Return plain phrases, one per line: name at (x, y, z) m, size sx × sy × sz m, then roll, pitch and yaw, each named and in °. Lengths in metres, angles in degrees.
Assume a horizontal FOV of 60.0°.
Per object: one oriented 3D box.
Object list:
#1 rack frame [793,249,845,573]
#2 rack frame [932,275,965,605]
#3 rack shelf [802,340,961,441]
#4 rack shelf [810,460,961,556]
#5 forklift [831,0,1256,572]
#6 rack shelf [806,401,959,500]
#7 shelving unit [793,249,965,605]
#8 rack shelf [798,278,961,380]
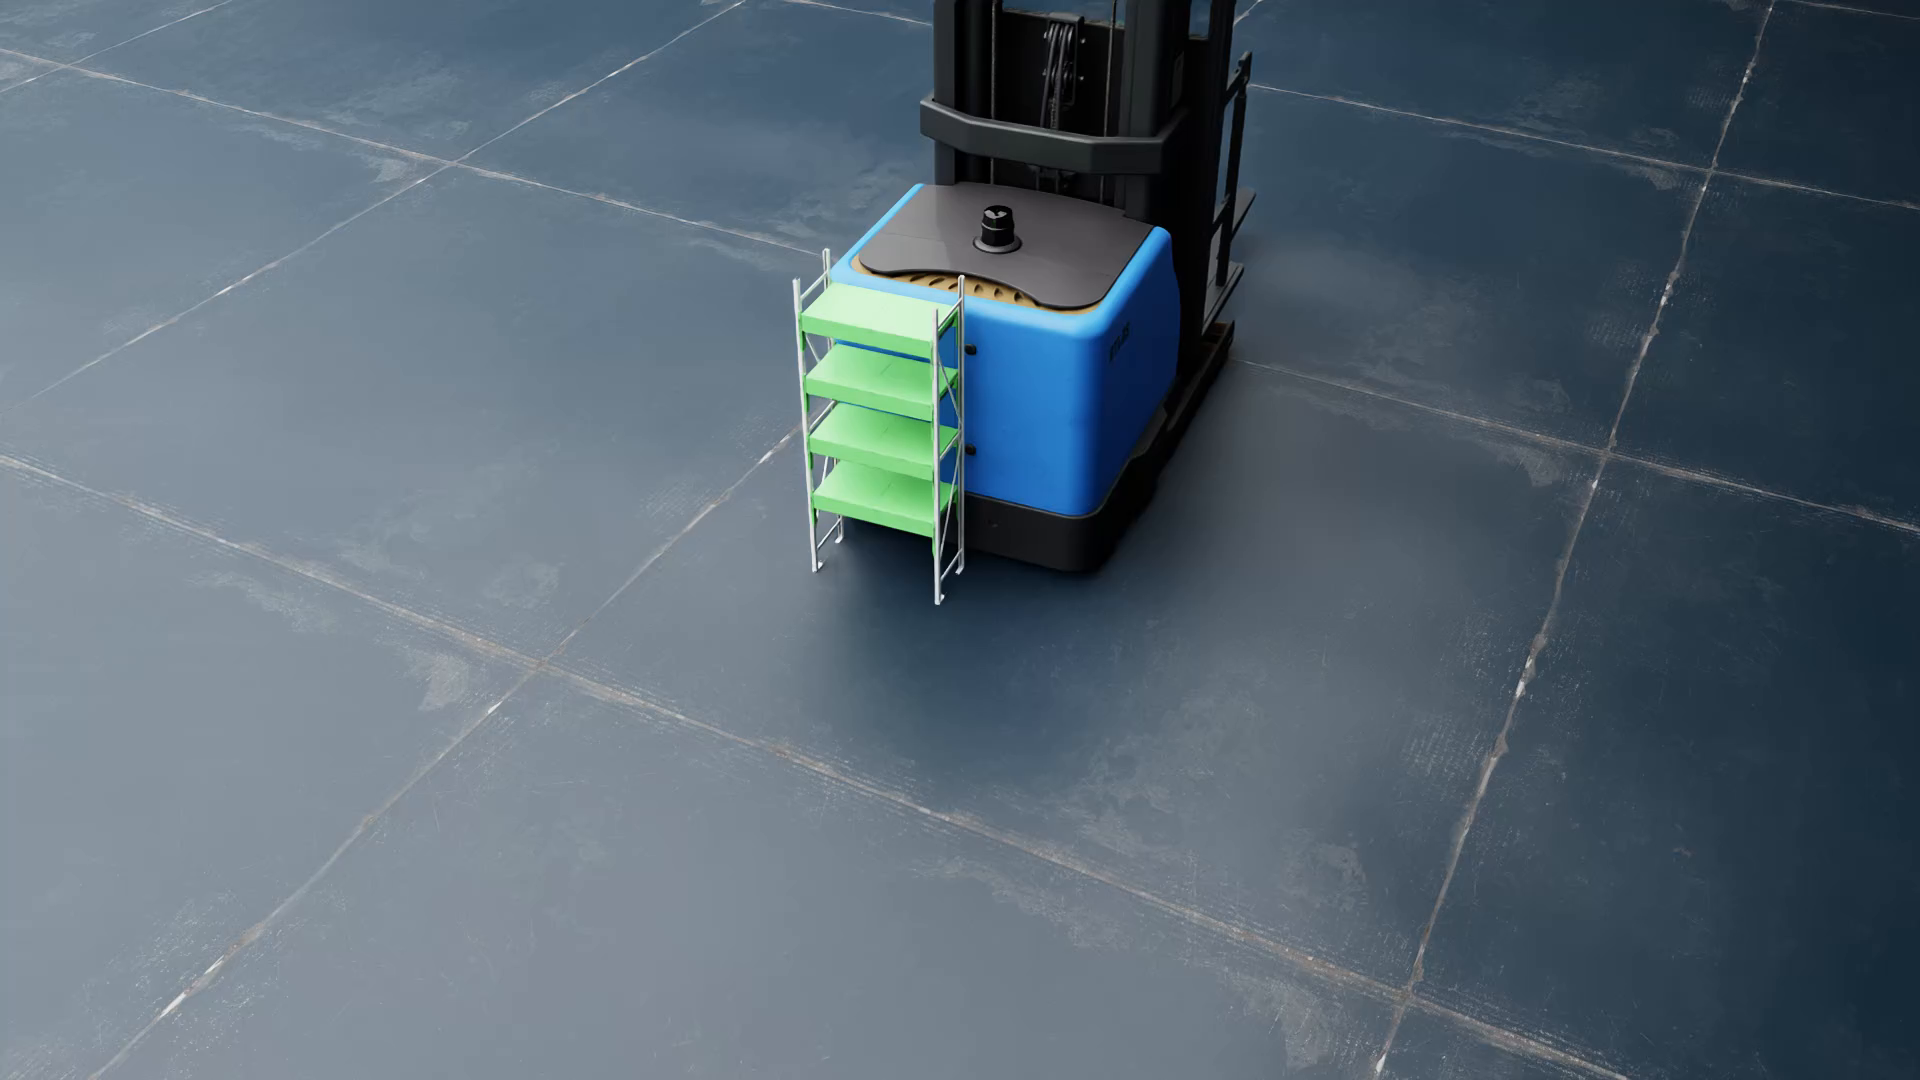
rack frame at (-0.487, -0.426, 5.818) m, size 0.015 × 1.200 × 0.240 m, roll 14°, pitch 39°, yaw 18°
rack frame at (-0.036, -0.313, 5.670) m, size 0.015 × 1.200 × 0.240 m, roll 14°, pitch 39°, yaw 18°
rack shelf at (-0.262, -0.510, 5.637) m, size 0.480 × 0.148 × 0.258 m, roll 14°, pitch 39°, yaw 18°
rack shelf at (-0.262, -0.127, 5.928) m, size 0.480 × 0.148 × 0.258 m, roll 14°, pitch 39°, yaw 18°
forklift at (0.557, -1.942, 6.384) m, size 1.130 × 2.935 × 3.031 m, roll 14°, pitch 39°, yaw 18°
rack shelf at (-0.262, -0.318, 5.783) m, size 0.480 × 0.148 × 0.258 m, roll 14°, pitch 39°, yaw 18°
shelving unit at (-0.262, -0.369, 5.744) m, size 0.503 × 1.200 × 0.258 m, roll 14°, pitch 39°, yaw 18°
rack shelf at (-0.262, -0.701, 5.492) m, size 0.480 × 0.148 × 0.258 m, roll 14°, pitch 39°, yaw 18°
